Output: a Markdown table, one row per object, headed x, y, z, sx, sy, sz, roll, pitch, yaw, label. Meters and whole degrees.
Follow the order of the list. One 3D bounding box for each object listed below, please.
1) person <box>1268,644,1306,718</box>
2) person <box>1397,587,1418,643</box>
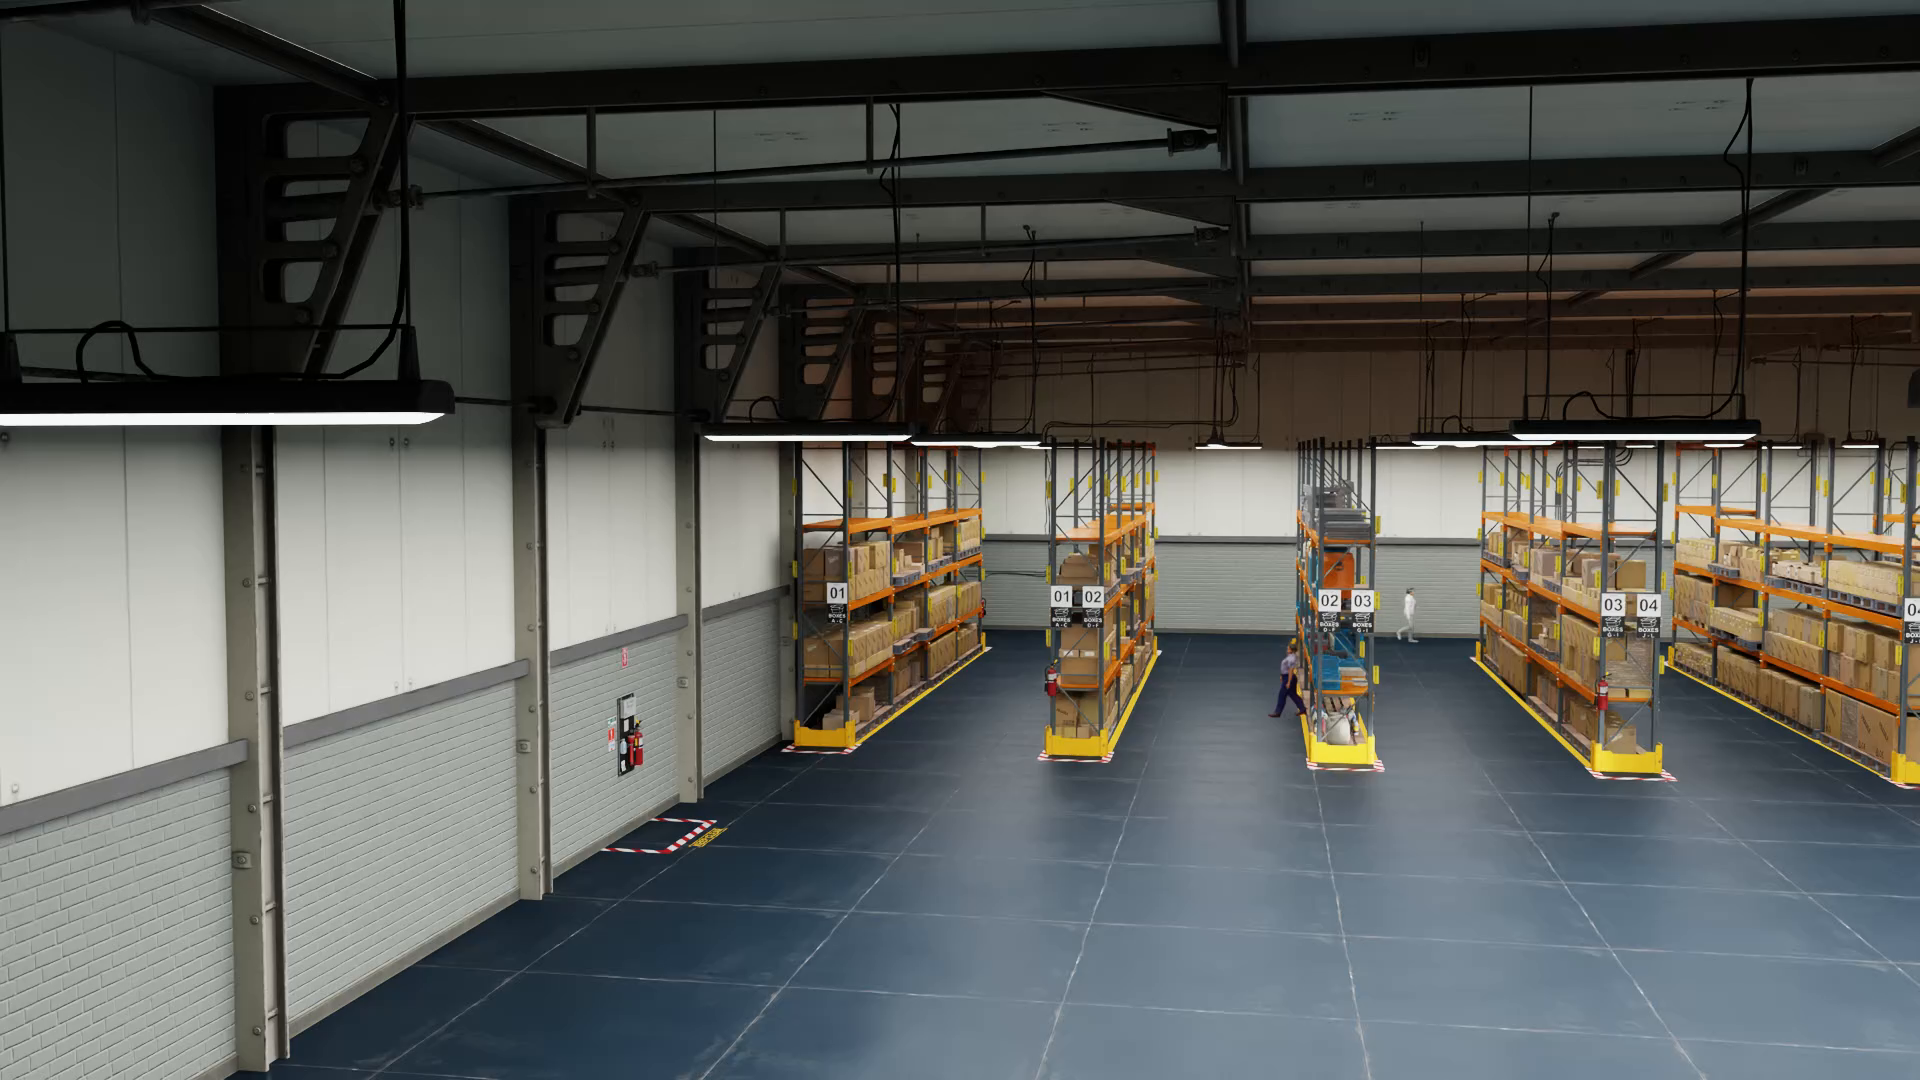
| x | y | z | sx | sy | sz | roll | pitch | yaw | label |
| --- | --- | --- | --- | --- | --- | --- | --- | --- | --- |
| 7.038 | 3.011 | 35.715 | 0.886 | 1.600 | 0.616 | 0 | 3 | 1 | person |
| 13.430 | 2.242 | 49.896 | 0.587 | 1.661 | 0.528 | 2 | 3 | 29 | person |
